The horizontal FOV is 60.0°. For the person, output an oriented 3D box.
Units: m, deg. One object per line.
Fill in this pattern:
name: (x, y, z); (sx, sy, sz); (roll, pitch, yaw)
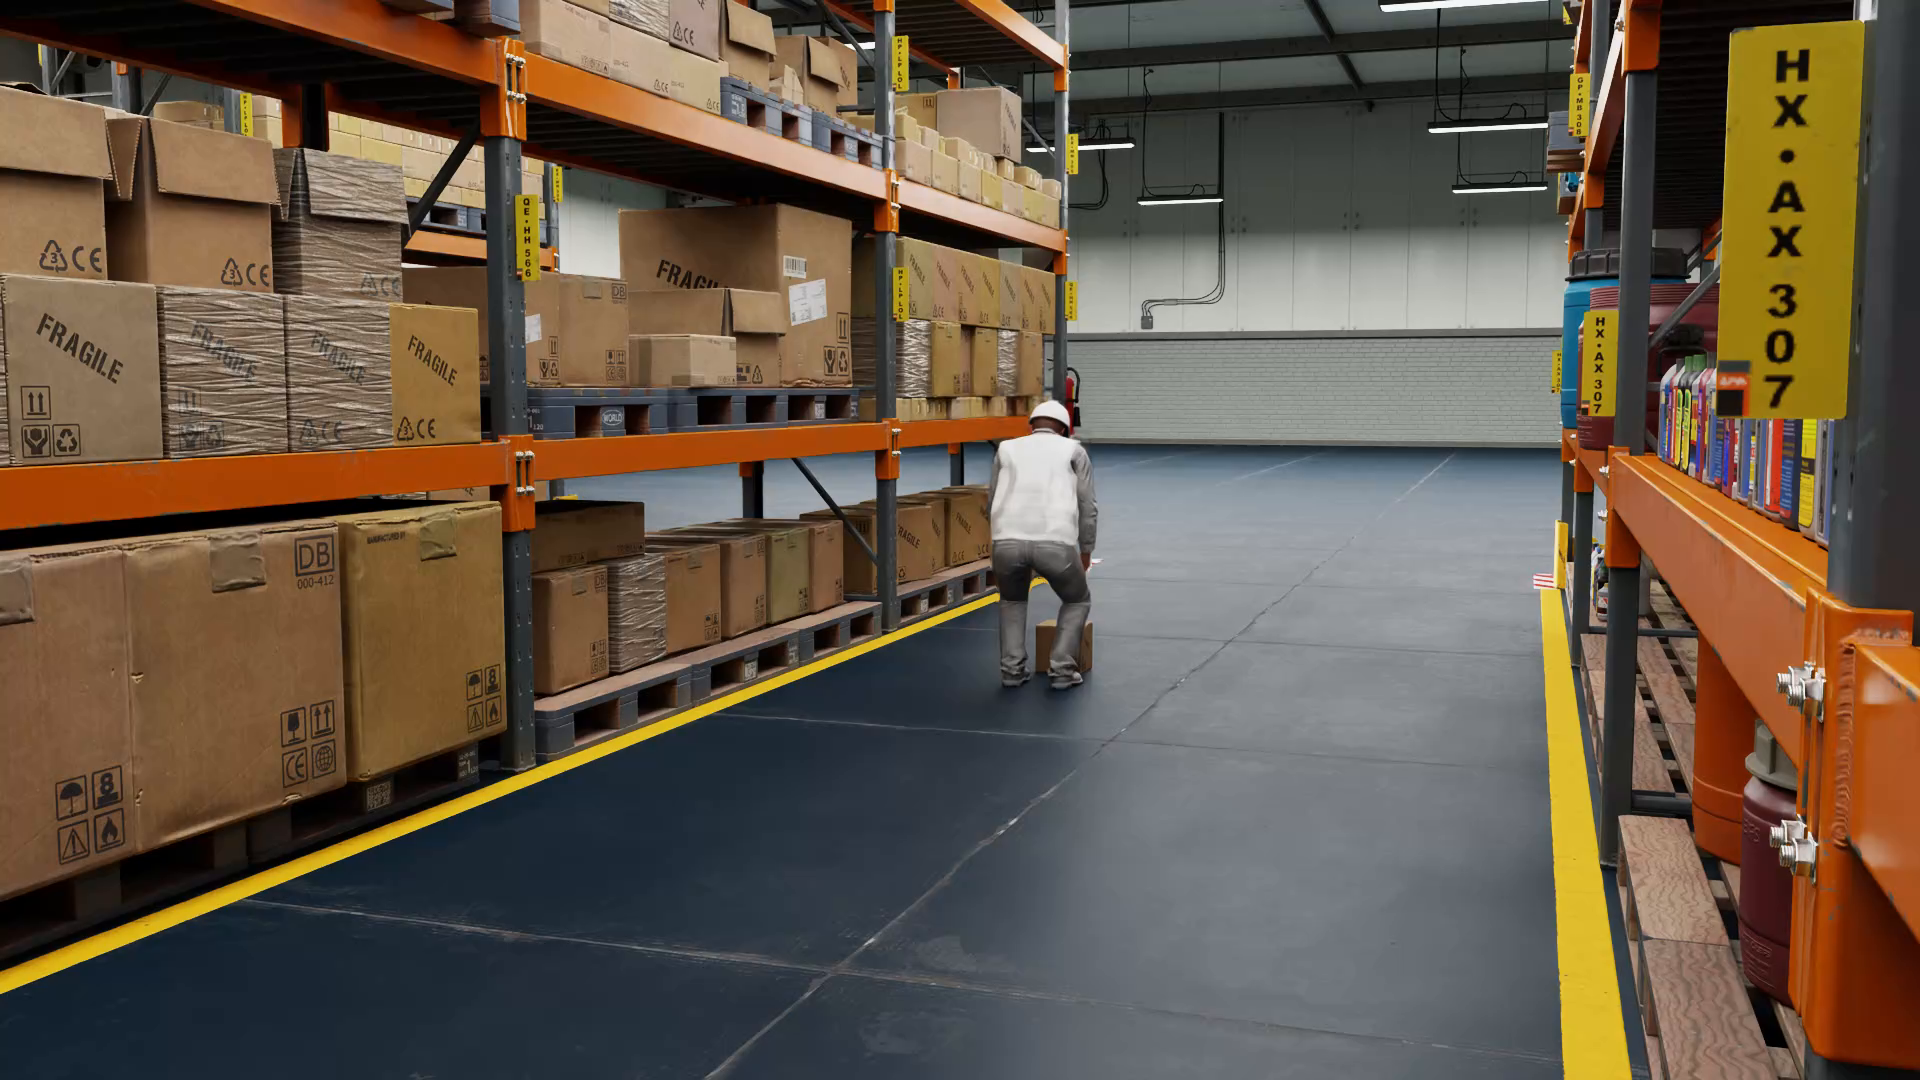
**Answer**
person: (0.397, 0.014, 8.524); (0.591, 1.449, 0.753); (2, 5, 19)
